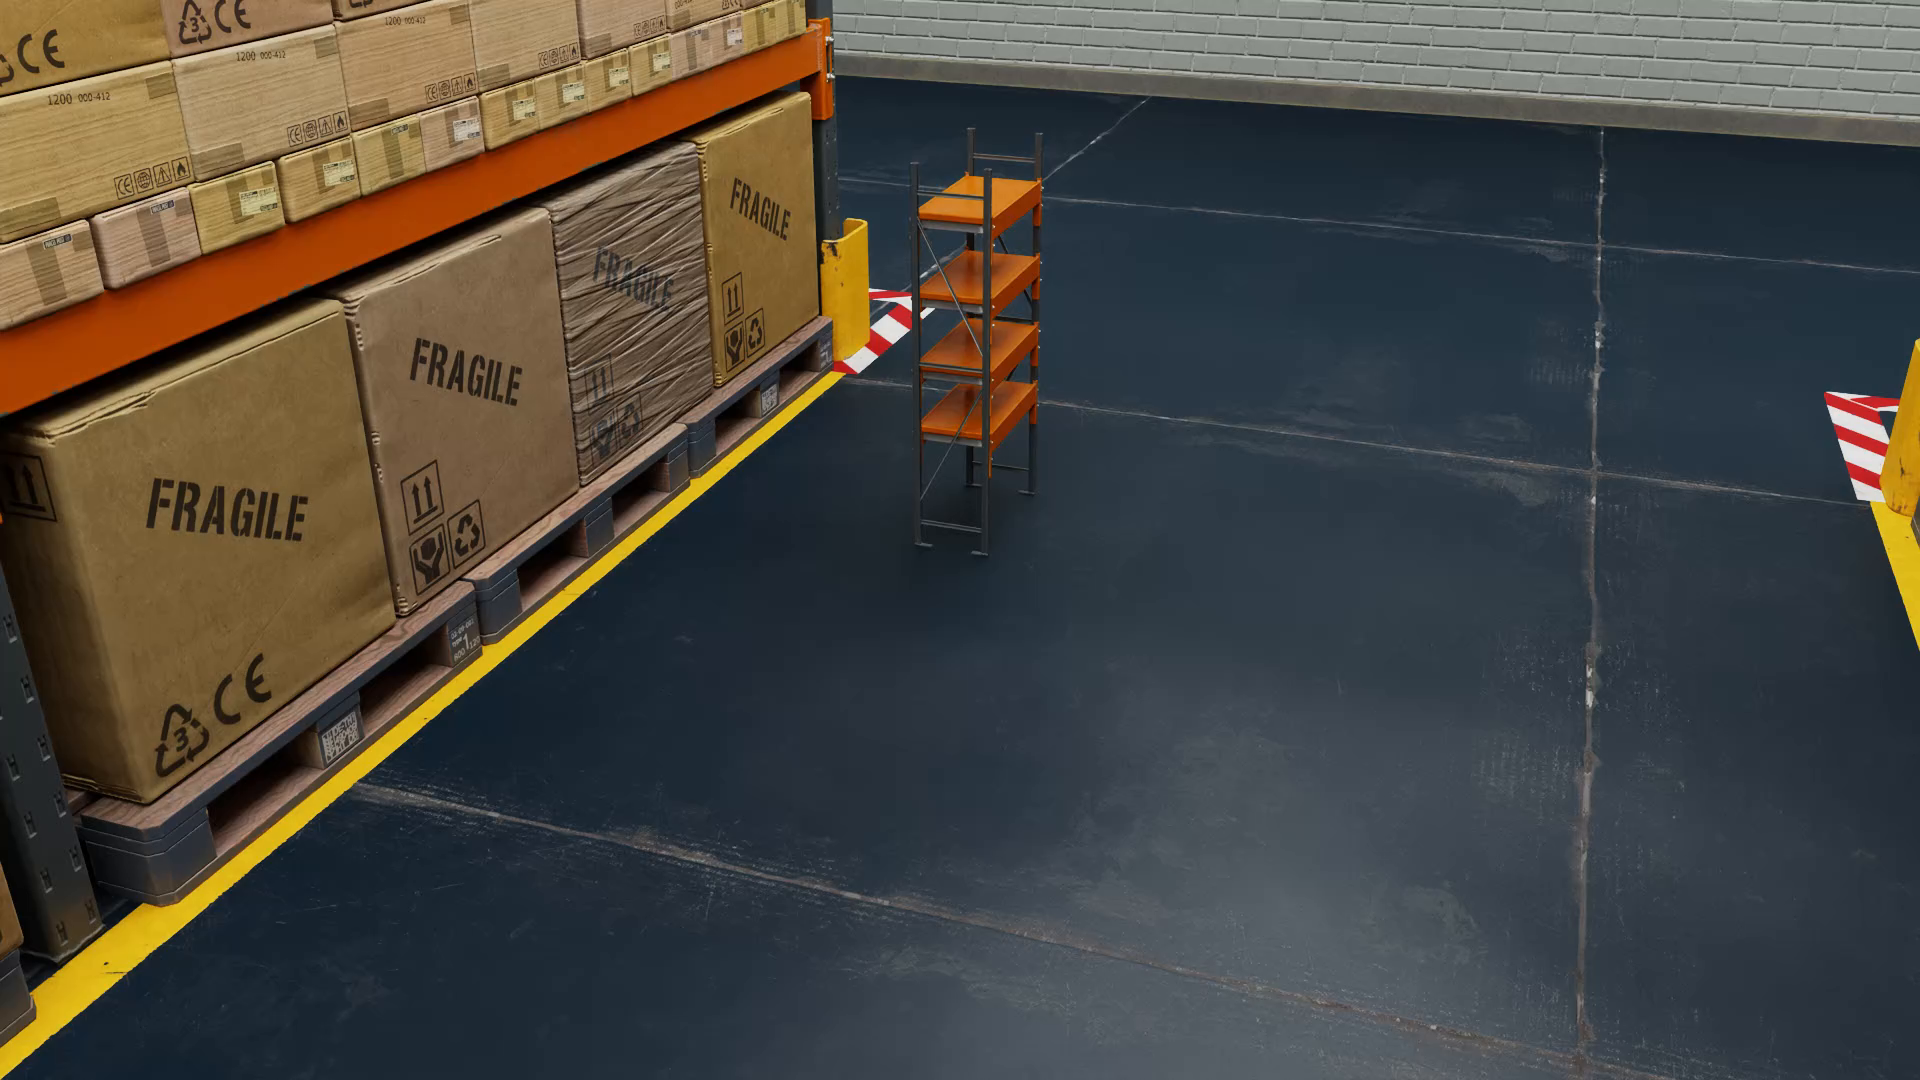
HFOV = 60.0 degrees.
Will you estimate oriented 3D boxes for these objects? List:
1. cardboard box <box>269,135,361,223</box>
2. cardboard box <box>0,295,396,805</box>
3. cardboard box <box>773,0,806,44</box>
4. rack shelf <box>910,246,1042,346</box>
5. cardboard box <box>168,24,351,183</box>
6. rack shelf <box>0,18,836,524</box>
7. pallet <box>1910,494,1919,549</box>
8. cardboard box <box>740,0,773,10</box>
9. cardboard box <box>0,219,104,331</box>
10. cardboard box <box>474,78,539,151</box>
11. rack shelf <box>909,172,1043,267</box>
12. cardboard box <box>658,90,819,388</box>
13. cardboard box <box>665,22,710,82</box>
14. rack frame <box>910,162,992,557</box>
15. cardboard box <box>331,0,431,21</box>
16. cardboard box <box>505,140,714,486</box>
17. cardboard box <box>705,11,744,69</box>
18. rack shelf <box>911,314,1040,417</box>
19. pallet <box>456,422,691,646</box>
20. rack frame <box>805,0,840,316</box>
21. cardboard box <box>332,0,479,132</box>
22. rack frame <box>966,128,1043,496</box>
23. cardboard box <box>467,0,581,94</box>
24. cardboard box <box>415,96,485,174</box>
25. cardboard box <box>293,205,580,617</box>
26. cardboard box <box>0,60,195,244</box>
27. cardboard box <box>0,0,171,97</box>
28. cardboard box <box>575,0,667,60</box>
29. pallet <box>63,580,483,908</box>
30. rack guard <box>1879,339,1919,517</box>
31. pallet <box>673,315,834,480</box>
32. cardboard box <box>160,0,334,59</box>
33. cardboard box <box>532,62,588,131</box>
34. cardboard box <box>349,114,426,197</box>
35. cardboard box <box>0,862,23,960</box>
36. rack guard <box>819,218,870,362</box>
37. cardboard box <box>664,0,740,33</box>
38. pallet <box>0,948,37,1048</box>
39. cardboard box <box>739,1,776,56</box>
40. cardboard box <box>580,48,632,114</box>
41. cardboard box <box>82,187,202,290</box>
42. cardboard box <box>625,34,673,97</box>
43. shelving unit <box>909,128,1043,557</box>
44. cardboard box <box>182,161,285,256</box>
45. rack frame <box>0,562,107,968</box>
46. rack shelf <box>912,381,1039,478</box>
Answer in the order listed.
[{"bbox_3d":[-1.634,-0.851,3.855,0.380,0.149,0.250,8,27,16],"label":"cardboard box"},{"bbox_3d":[-2.011,-0.059,3.886,0.875,0.875,0.875,9,27,17],"label":"cardboard box"},{"bbox_3d":[-0.783,-1.903,6.027,0.380,0.149,0.250,9,27,18],"label":"cardboard box"},{"bbox_3d":[0.055,-0.749,5.061,0.258,0.148,0.480,9,27,17],"label":"rack shelf"},{"bbox_3d":[-1.733,-0.992,3.687,0.500,0.250,0.500,9,27,17],"label":"cardboard box"},{"bbox_3d":[-1.641,-1.065,4.832,1.077,0.370,4.000,9,27,17],"label":"rack shelf"},{"bbox_3d":[3.339,0.165,4.666,1.003,0.211,1.213,9,27,17],"label":"pallet"},{"bbox_3d":[-0.886,-2.039,5.850,0.500,0.250,0.500,8,27,17],"label":"cardboard box"},{"bbox_3d":[-1.894,-0.527,3.184,0.380,0.149,0.250,9,27,18],"label":"cardboard box"},{"bbox_3d":[-1.377,-1.168,4.508,0.380,0.149,0.250,8,27,16],"label":"cardboard box"},{"bbox_3d":[0.055,-0.962,4.958,0.258,0.148,0.480,9,27,17],"label":"rack shelf"},{"bbox_3d":[-1.113,-1.169,6.178,0.875,0.875,0.875,9,27,17],"label":"cardboard box"},{"bbox_3d":[-1.037,-1.590,5.381,0.380,0.149,0.250,9,27,18],"label":"cardboard box"},{"bbox_3d":[-0.026,-0.508,4.922,0.240,1.200,0.015,9,27,17],"label":"rack frame"},{"bbox_3d":[-1.566,-1.546,3.971,0.500,0.500,0.500,8,27,16],"label":"cardboard box"},{"bbox_3d":[-1.416,-0.795,5.405,0.875,0.875,0.875,9,27,17],"label":"cardboard box"},{"bbox_3d":[-0.953,-1.693,5.592,0.380,0.149,0.250,9,27,18],"label":"cardboard box"},{"bbox_3d":[0.055,-0.548,5.158,0.258,0.148,0.480,9,27,17],"label":"rack shelf"},{"bbox_3d":[-1.575,-0.116,5.247,1.003,0.211,1.213,9,27,17],"label":"pallet"},{"bbox_3d":[-0.975,-2.210,6.373,1.000,3.000,0.127,9,27,17],"label":"rack frame"},{"bbox_3d":[-1.566,-1.205,4.128,0.500,0.250,0.500,9,27,19],"label":"cardboard box"},{"bbox_3d":[0.136,-0.708,5.336,0.240,1.200,0.015,9,27,17],"label":"rack frame"},{"bbox_3d":[-1.394,-1.407,4.545,0.500,0.250,0.500,9,27,18],"label":"cardboard box"},{"bbox_3d":[-1.464,-1.060,4.285,0.380,0.149,0.250,9,27,18],"label":"cardboard box"},{"bbox_3d":[-1.712,-0.429,4.650,0.875,0.875,0.875,9,27,17],"label":"cardboard box"},{"bbox_3d":[-1.903,-0.788,3.266,0.500,0.250,0.500,8,27,16],"label":"cardboard box"},{"bbox_3d":[-1.906,-1.130,3.113,0.500,0.500,0.500,9,27,17],"label":"cardboard box"},{"bbox_3d":[-1.225,-1.622,4.988,0.500,0.250,0.500,8,27,16],"label":"cardboard box"},{"bbox_3d":[-1.980,0.387,4.208,1.003,0.211,1.213,9,27,17],"label":"pallet"},{"bbox_3d":[3.643,-0.293,5.282,1.175,0.500,0.348,9,27,17],"label":"rack guard"},{"bbox_3d":[-1.168,-0.615,6.279,1.003,0.211,1.213,9,27,17],"label":"pallet"},{"bbox_3d":[-1.735,-1.332,3.528,0.500,0.500,0.500,9,27,17],"label":"cardboard box"},{"bbox_3d":[-1.292,-1.275,4.730,0.380,0.149,0.250,9,27,18],"label":"cardboard box"},{"bbox_3d":[-1.549,-0.957,4.072,0.380,0.149,0.250,8,27,17],"label":"cardboard box"},{"bbox_3d":[-2.501,0.467,2.800,1.225,0.875,0.875,9,27,18],"label":"cardboard box"},{"bbox_3d":[-0.967,-1.095,6.938,1.175,0.500,0.348,9,27,17],"label":"rack guard"},{"bbox_3d":[-1.056,-1.831,5.420,0.500,0.250,0.500,8,27,17],"label":"cardboard box"},{"bbox_3d":[-2.492,1.016,2.908,1.003,0.211,1.213,9,27,17],"label":"pallet"},{"bbox_3d":[-0.868,-1.796,5.806,0.380,0.149,0.250,9,27,18],"label":"cardboard box"},{"bbox_3d":[-1.208,-1.377,4.939,0.380,0.149,0.250,9,27,18],"label":"cardboard box"},{"bbox_3d":[-1.807,-0.635,3.407,0.380,0.149,0.250,8,27,16],"label":"cardboard box"},{"bbox_3d":[-1.122,-1.483,5.160,0.380,0.149,0.250,8,27,16],"label":"cardboard box"},{"bbox_3d":[0.055,-0.608,5.129,0.258,1.200,0.503,9,27,17],"label":"shelving unit"},{"bbox_3d":[-1.720,-0.743,3.631,0.380,0.149,0.250,10,27,19],"label":"cardboard box"},{"bbox_3d":[-2.307,-0.567,2.978,1.000,3.000,0.127,9,27,17],"label":"rack frame"},{"bbox_3d":[0.055,-0.369,5.245,0.258,0.148,0.480,9,27,17],"label":"rack shelf"}]
